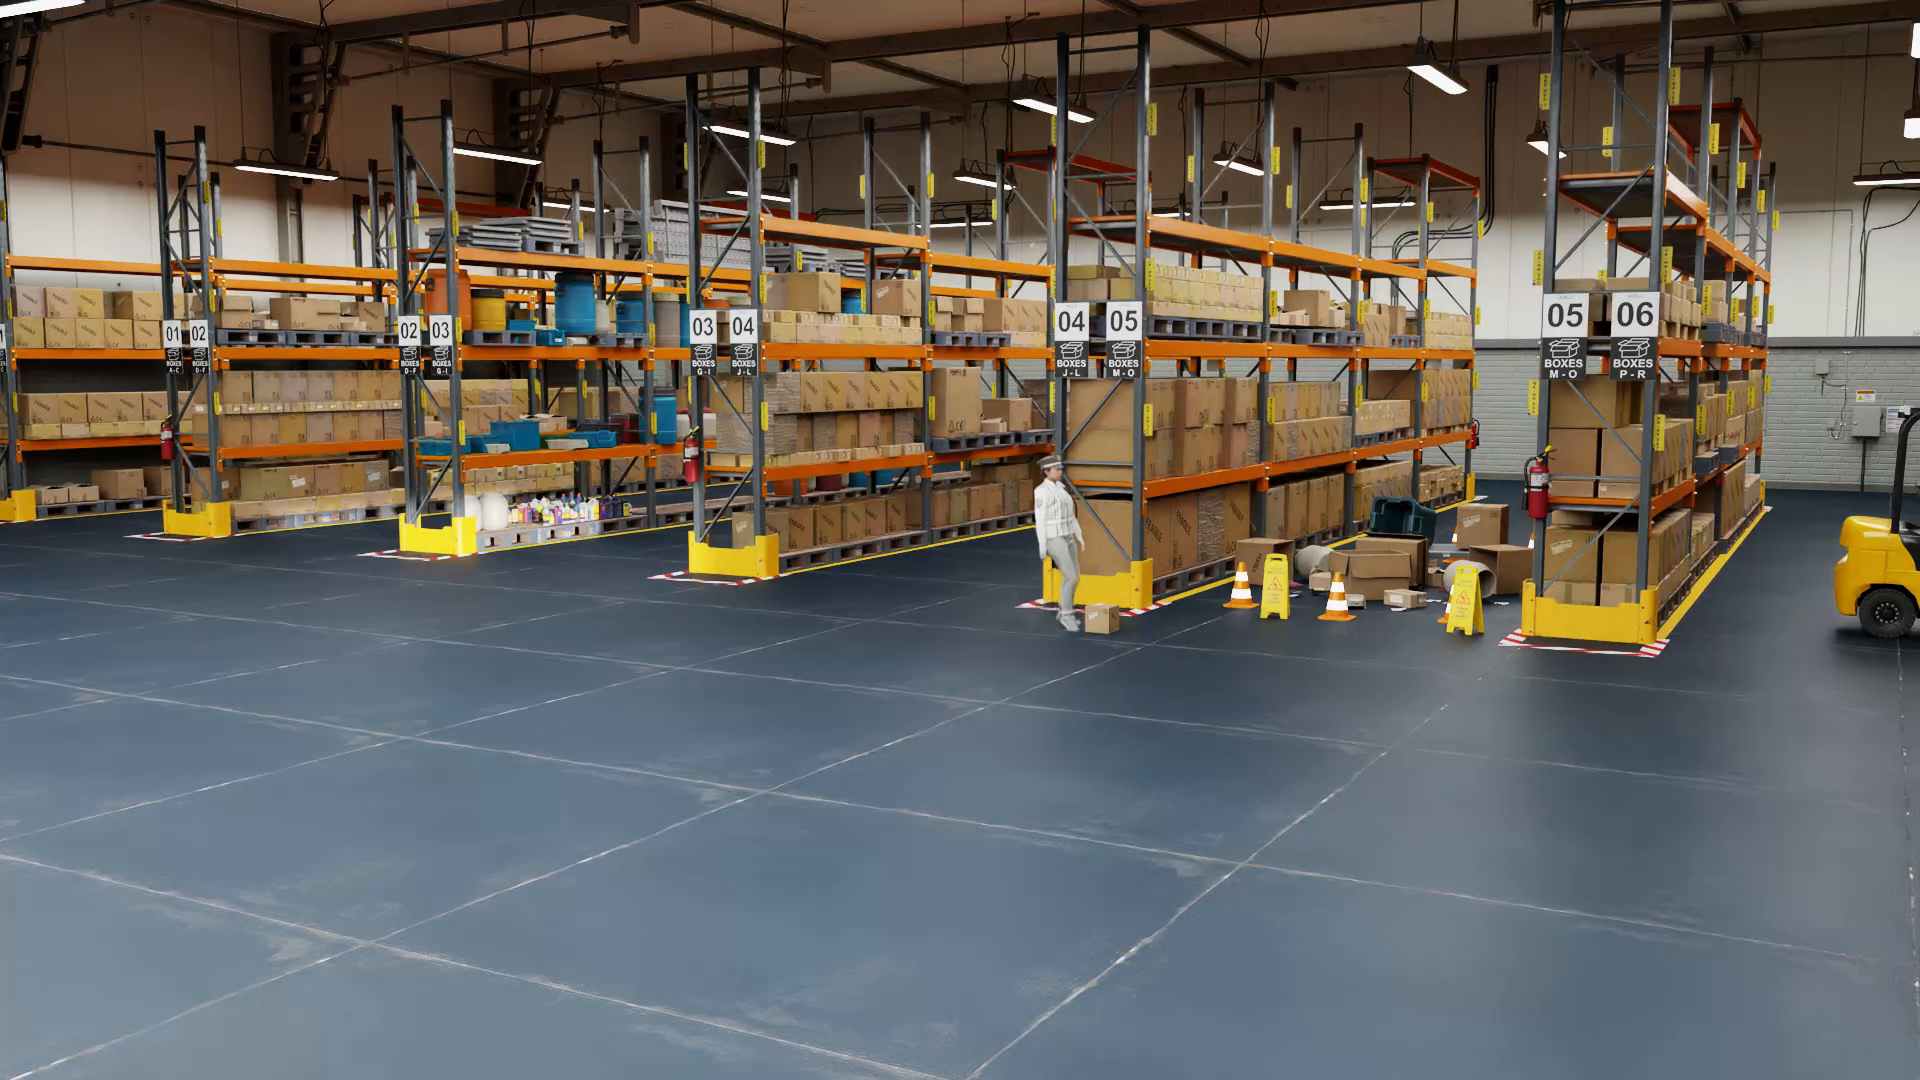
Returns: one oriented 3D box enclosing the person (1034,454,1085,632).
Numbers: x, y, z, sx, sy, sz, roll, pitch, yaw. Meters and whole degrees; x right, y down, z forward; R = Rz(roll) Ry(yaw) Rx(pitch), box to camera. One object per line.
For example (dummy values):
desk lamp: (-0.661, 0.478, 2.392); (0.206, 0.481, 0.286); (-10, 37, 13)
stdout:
person: (1.003, 0.043, 16.089); (0.534, 1.753, 0.531); (4, 7, 34)
